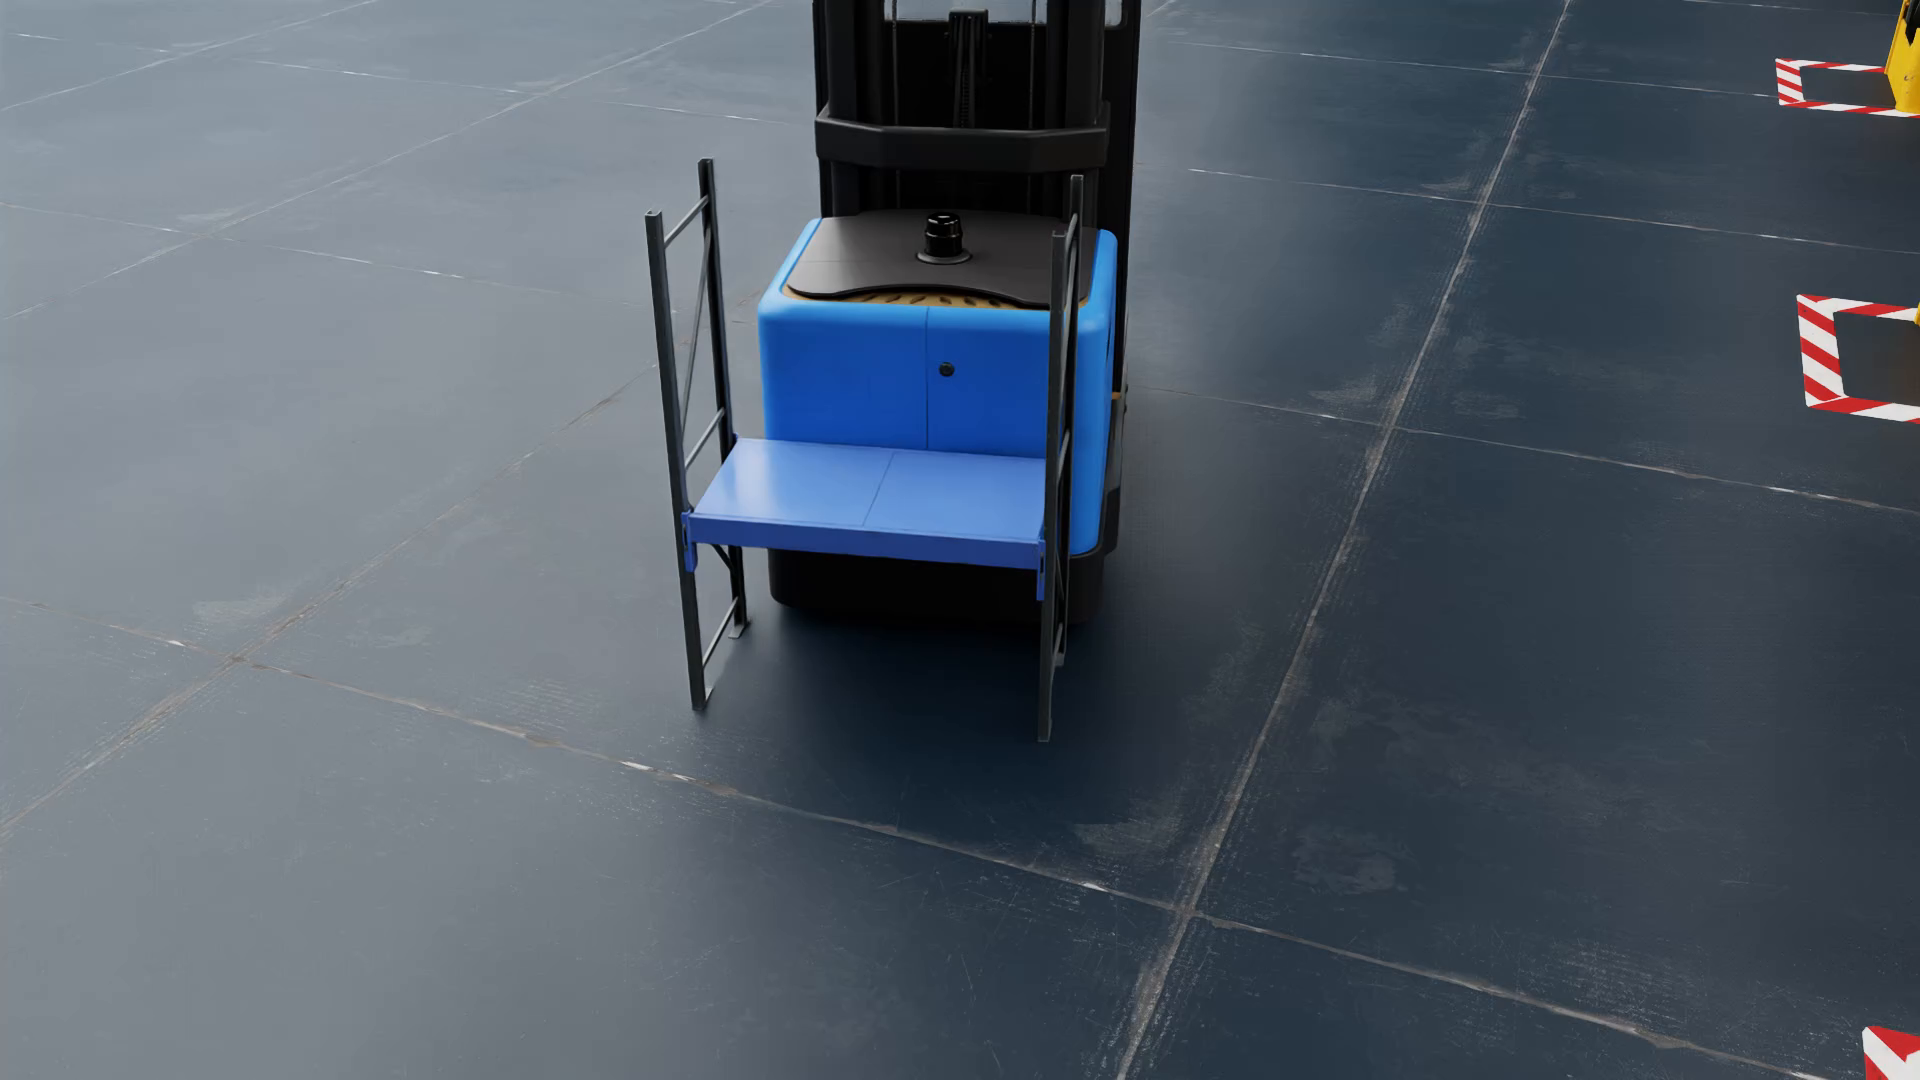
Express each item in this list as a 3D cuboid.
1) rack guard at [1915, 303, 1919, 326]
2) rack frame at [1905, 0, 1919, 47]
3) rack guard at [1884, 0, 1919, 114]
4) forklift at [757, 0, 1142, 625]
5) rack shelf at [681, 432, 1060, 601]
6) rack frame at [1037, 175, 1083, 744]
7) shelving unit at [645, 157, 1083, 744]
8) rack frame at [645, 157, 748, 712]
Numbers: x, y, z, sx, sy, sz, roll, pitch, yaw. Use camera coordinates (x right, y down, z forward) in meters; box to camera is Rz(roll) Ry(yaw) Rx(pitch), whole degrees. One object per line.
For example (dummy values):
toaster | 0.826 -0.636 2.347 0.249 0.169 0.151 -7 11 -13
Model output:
rack guard | 4.277 -0.945 6.914 0.348 0.500 1.175 11 31 19
rack frame | 6.258 -4.272 10.259 0.127 3.000 1.000 11 31 19
rack guard | 6.328 -3.169 10.849 0.348 0.500 1.175 11 31 19
forklift | 0.084 -1.716 5.807 1.130 2.935 3.031 3 30 6
rack shelf | -0.228 -0.078 4.730 1.000 0.185 0.538 4 30 8
rack frame | 0.274 -0.196 4.573 0.032 1.500 0.500 4 30 8
shelving unit | -0.228 -0.235 4.641 1.048 1.500 0.538 4 30 8
rack frame | -0.730 -0.274 4.710 0.032 1.500 0.500 4 30 8
